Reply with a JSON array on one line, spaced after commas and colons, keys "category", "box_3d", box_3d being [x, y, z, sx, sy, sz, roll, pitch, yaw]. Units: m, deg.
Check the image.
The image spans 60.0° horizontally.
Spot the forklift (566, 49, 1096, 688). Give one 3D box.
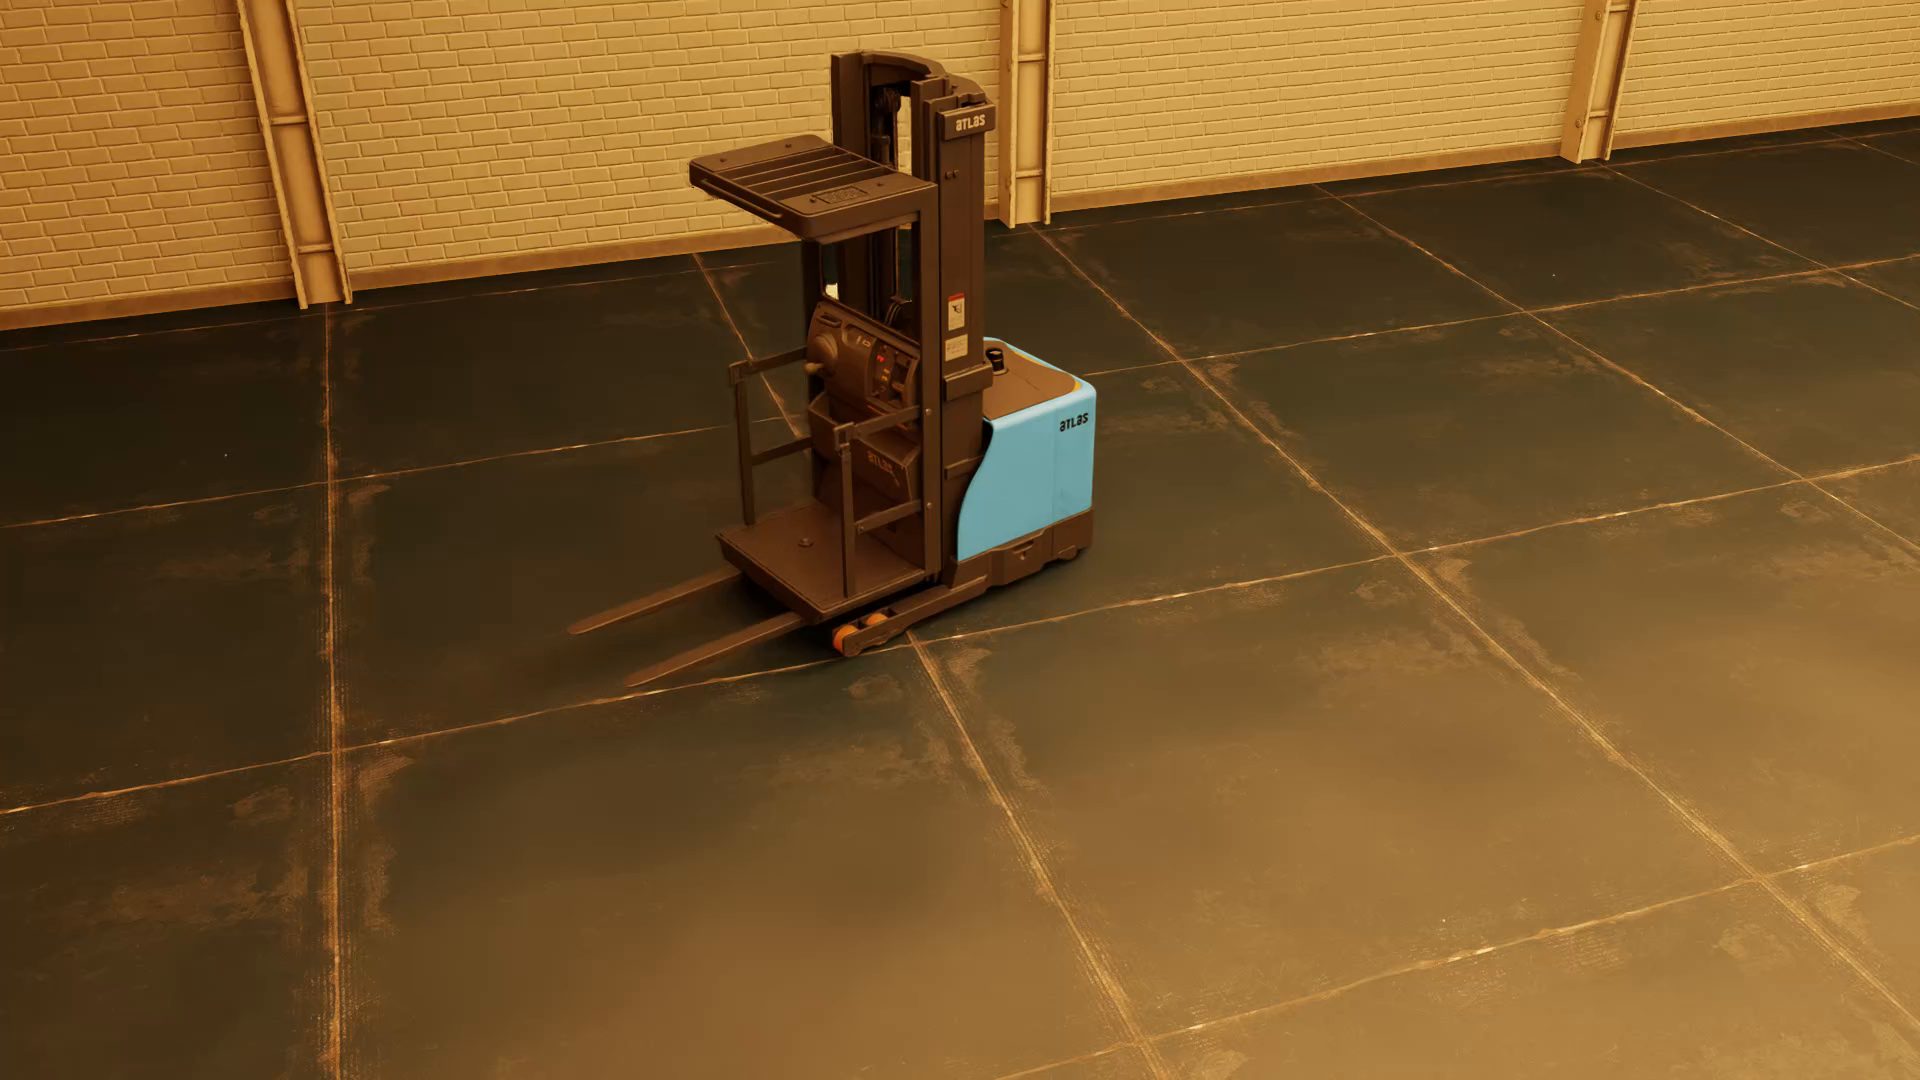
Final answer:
[{"category": "forklift", "box_3d": [-0.682, -0.940, 8.720, 3.031, 2.935, 1.130, -22, 36, -33]}]

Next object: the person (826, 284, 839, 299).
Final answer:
[{"category": "person", "box_3d": [-0.478, -1.112, 10.564, 1.202, 1.432, 0.848, 21, 36, 32]}]
